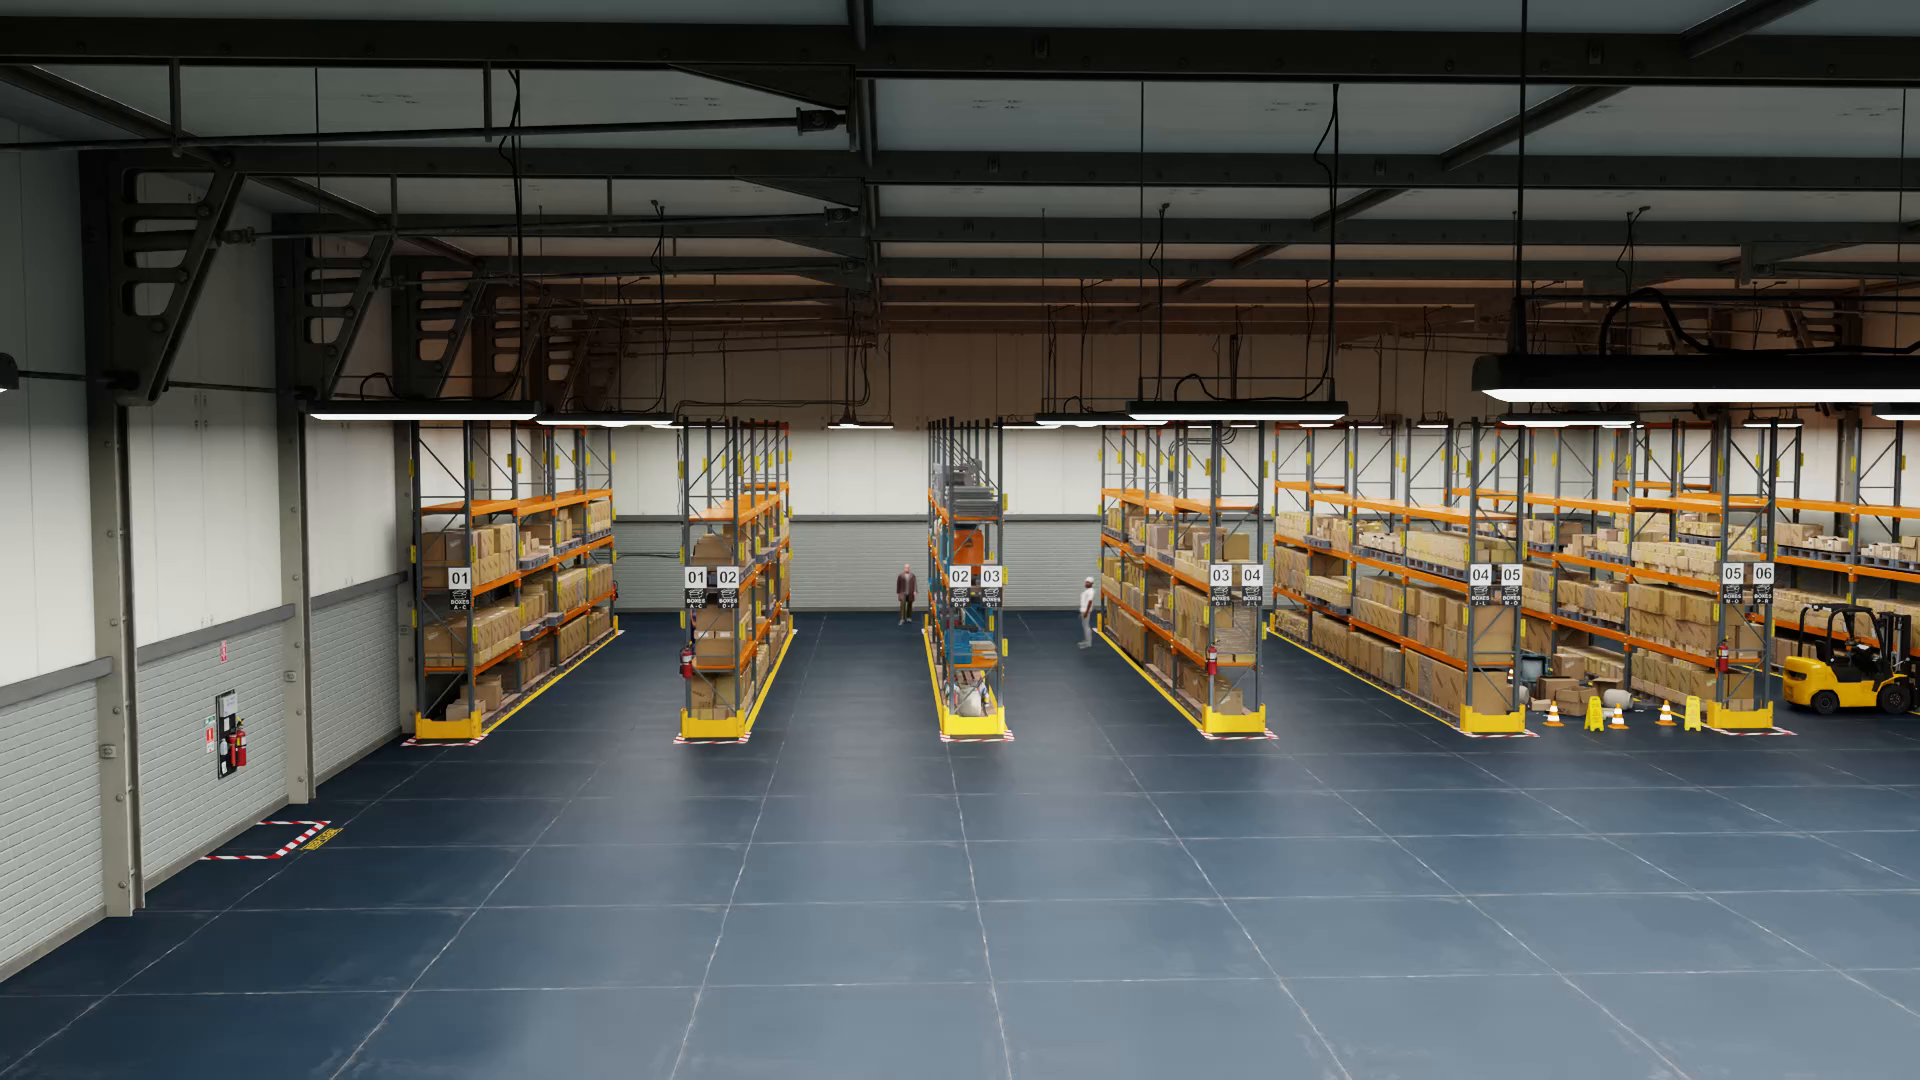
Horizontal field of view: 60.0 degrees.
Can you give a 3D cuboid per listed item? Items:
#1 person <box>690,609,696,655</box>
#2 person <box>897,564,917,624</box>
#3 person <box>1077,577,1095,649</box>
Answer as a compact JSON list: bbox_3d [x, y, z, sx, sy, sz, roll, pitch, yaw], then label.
[{"bbox_3d":[-6.738,2.138,42.582,0.506,1.641,0.445,-4,5,-45],"label":"person"},{"bbox_3d":[-1.578,1.602,49.508,0.615,1.743,1.002,0,4,-3],"label":"person"},{"bbox_3d":[3.178,1.829,41.997,0.485,1.799,0.618,1,4,9],"label":"person"}]
